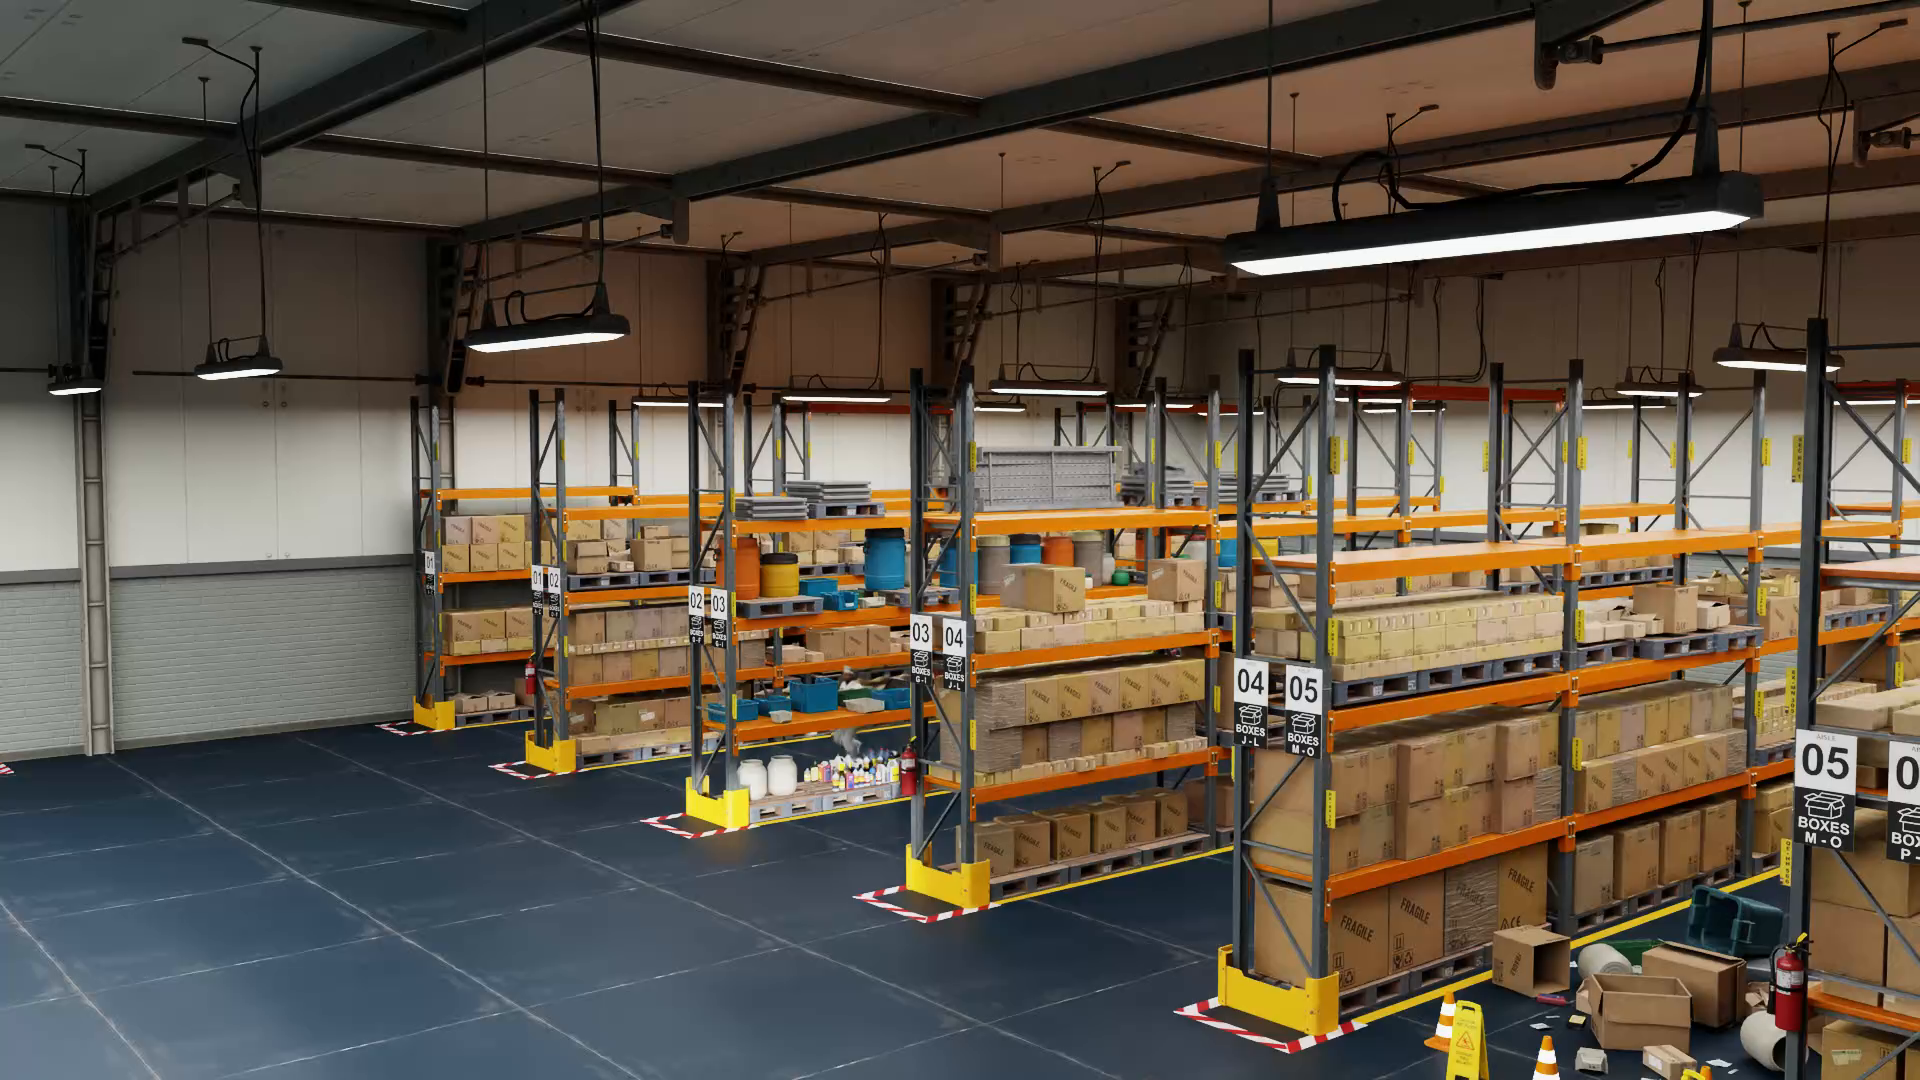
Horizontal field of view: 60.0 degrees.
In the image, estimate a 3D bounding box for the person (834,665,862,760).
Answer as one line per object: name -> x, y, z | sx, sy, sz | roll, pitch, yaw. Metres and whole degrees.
person -> -1.724, 2.796, 26.338 | 0.588, 1.654, 0.545 | 3, 4, 40
